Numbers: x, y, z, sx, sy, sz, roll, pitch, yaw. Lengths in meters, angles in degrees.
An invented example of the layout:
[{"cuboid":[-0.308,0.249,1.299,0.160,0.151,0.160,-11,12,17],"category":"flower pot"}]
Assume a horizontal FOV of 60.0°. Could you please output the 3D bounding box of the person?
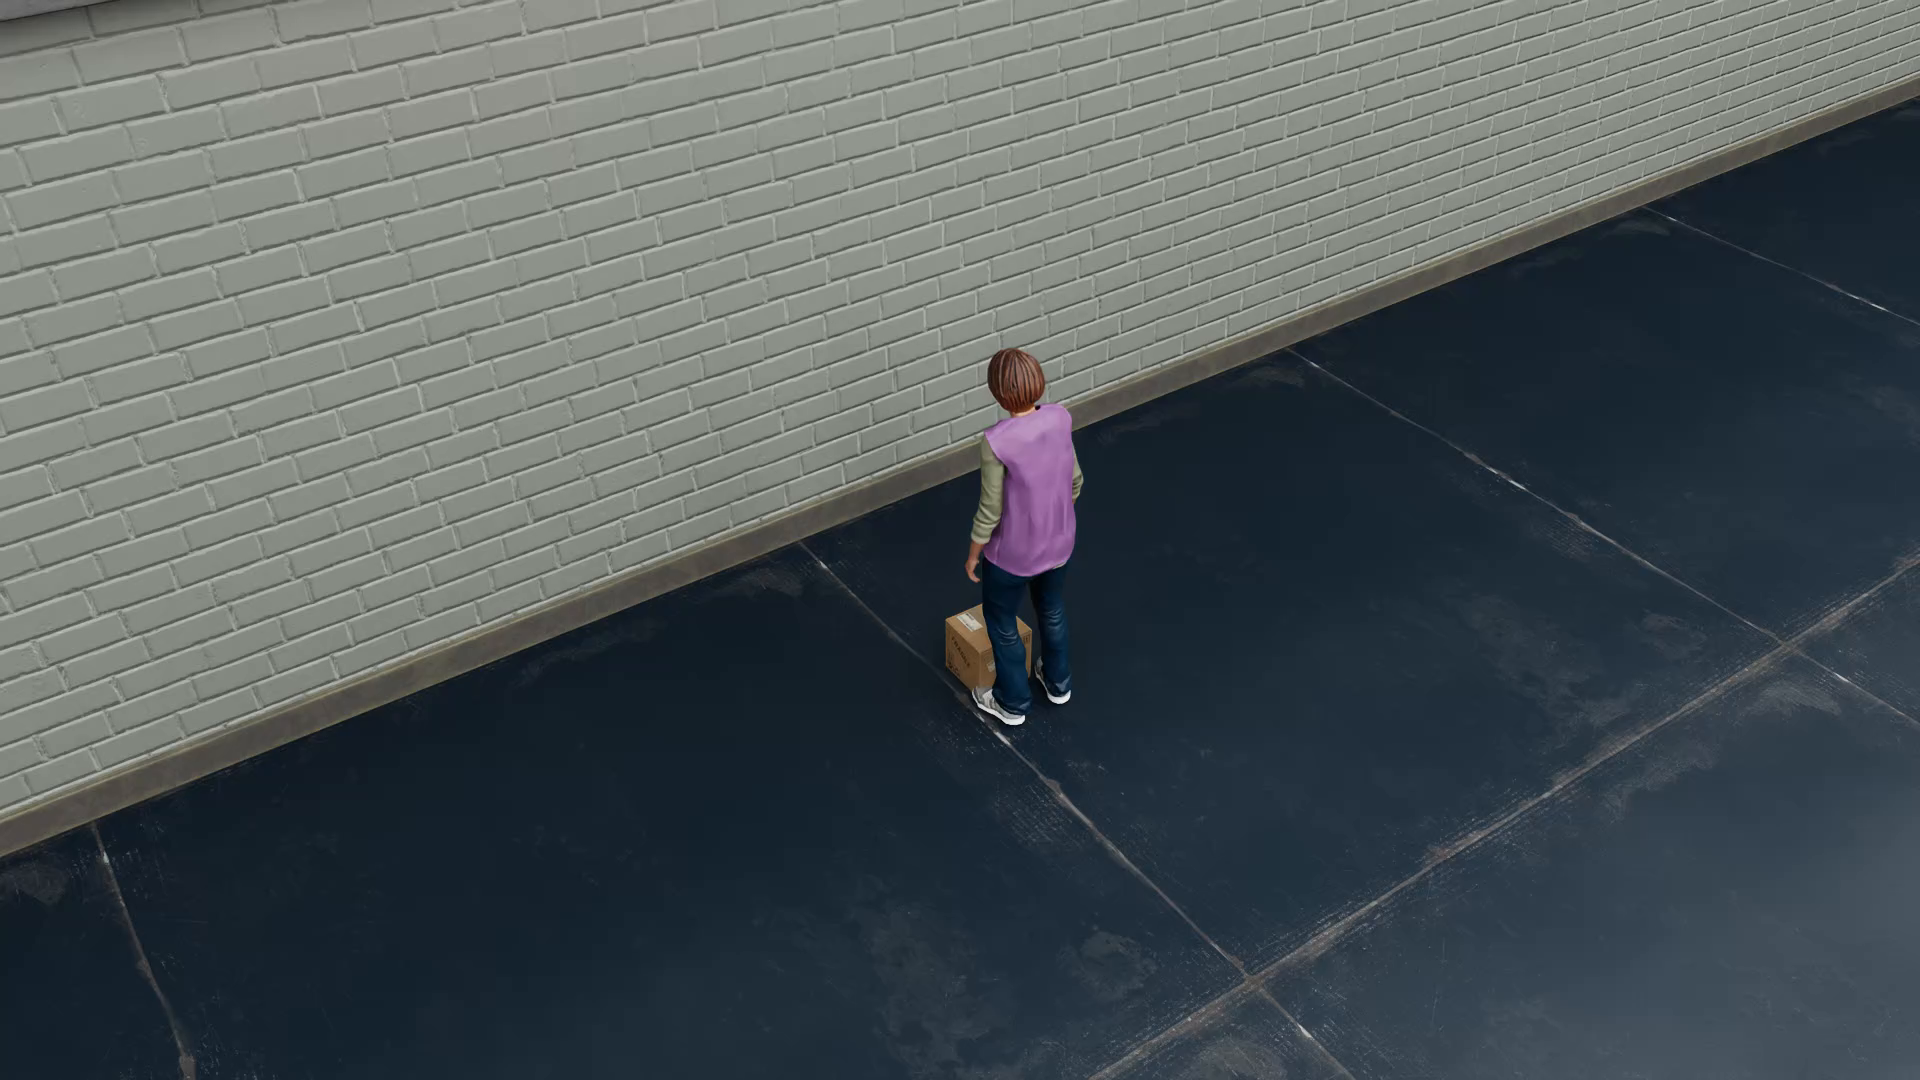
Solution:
[{"cuboid":[0.241,0.017,6.135,0.481,1.593,0.342,-22,42,-27],"category":"person"}]
